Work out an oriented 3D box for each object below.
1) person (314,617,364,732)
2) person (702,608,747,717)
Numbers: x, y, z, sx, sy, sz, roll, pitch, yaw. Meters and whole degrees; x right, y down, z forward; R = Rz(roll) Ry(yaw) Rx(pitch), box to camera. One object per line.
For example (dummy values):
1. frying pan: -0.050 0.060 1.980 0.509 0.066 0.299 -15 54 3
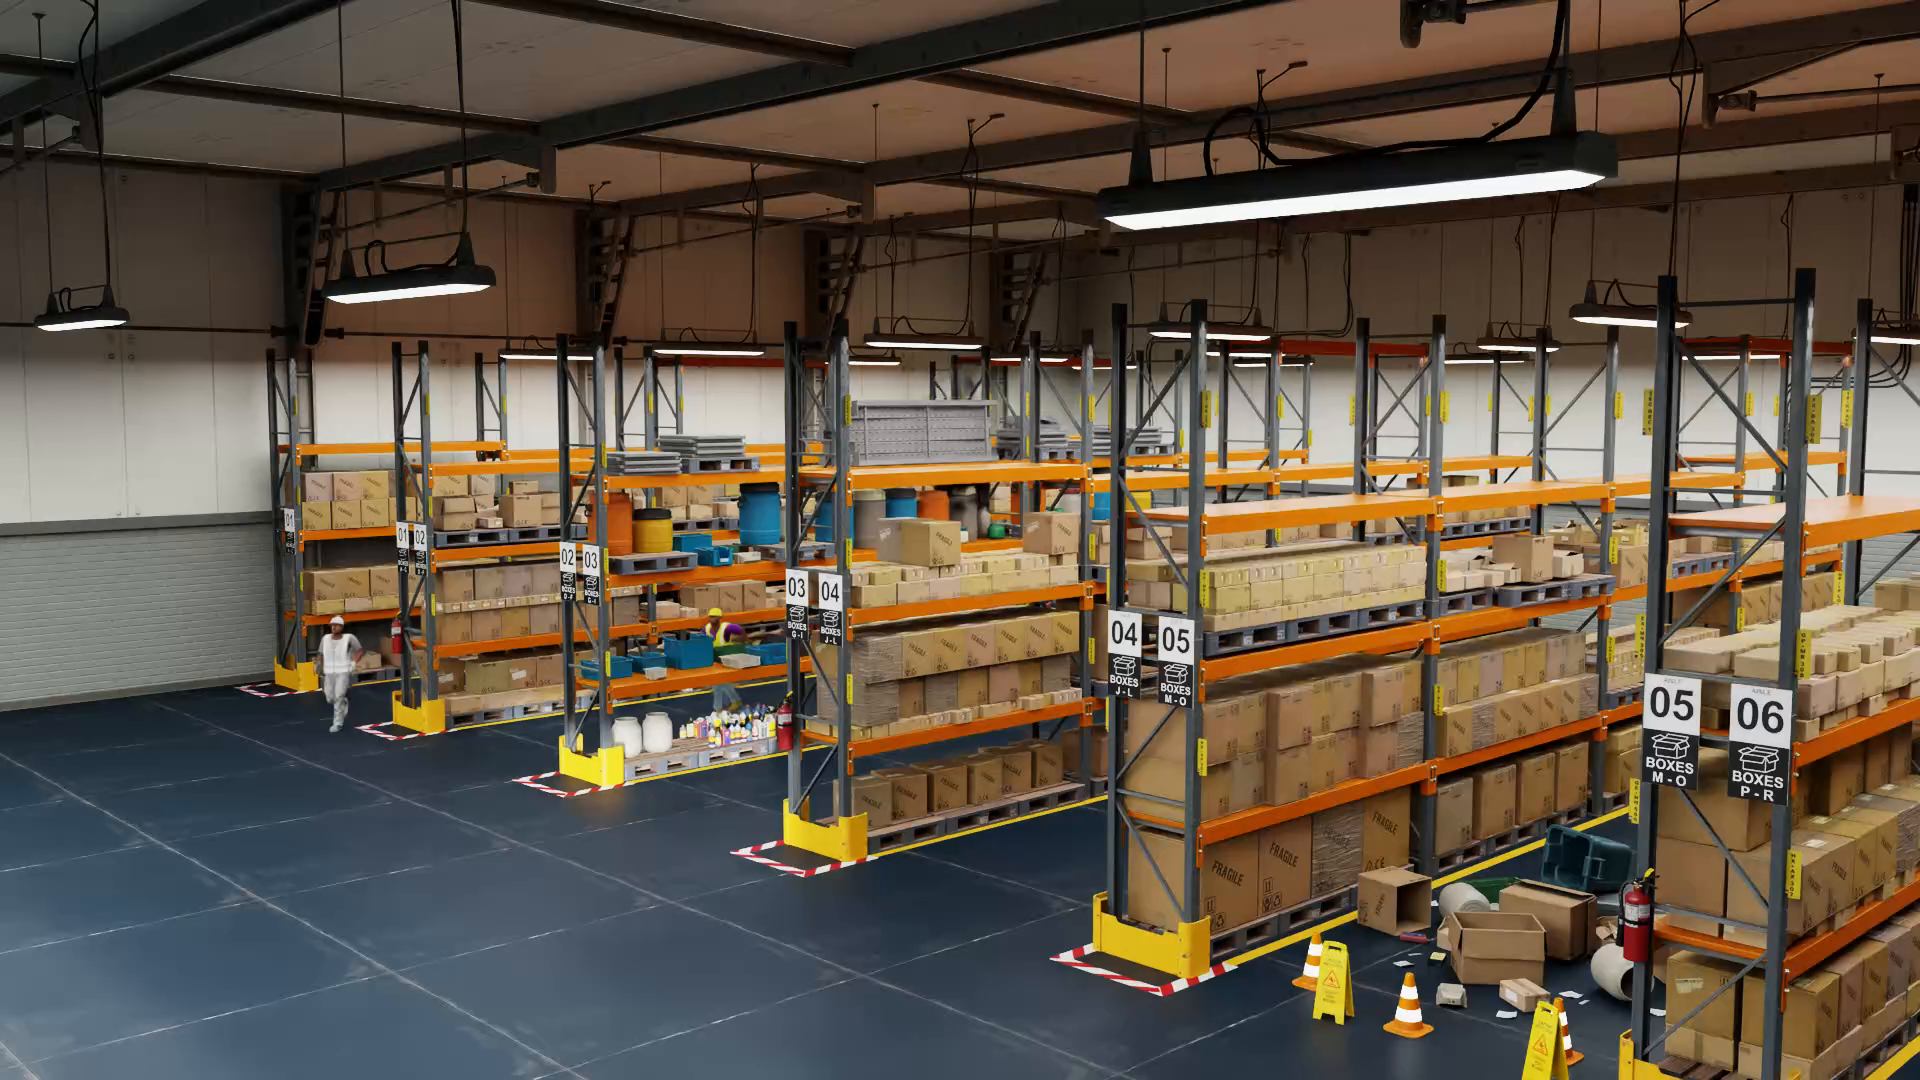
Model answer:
1. person: -9.648 2.065 25.831 0.689 1.759 0.722 0 5 2
2. person: -3.837 1.987 26.789 0.675 1.827 0.863 4 6 36
